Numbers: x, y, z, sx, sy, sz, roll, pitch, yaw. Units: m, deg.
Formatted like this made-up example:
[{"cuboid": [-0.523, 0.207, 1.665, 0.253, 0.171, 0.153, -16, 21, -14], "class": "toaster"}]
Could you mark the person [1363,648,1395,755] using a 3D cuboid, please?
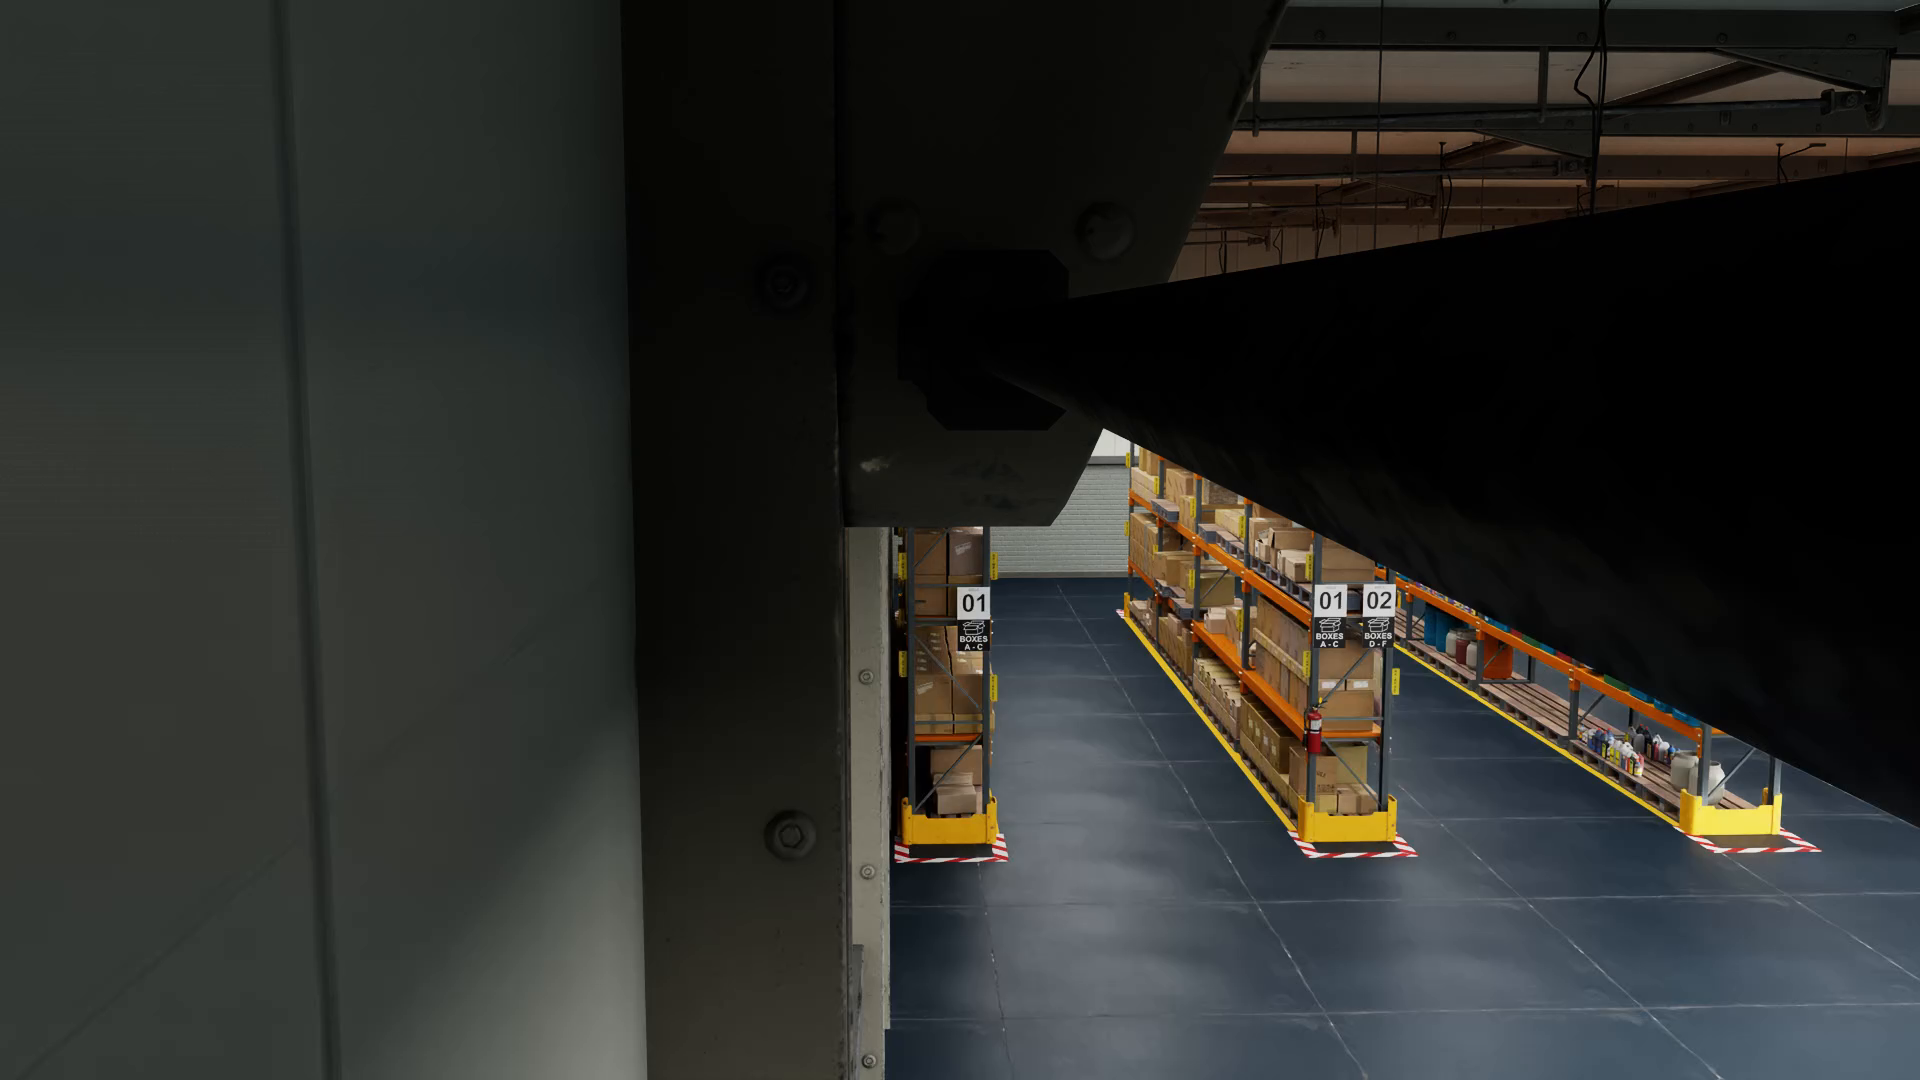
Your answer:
[{"cuboid": [6.214, 2.364, 24.828, 0.596, 1.611, 1.029, 0, 7, 1], "class": "person"}]
